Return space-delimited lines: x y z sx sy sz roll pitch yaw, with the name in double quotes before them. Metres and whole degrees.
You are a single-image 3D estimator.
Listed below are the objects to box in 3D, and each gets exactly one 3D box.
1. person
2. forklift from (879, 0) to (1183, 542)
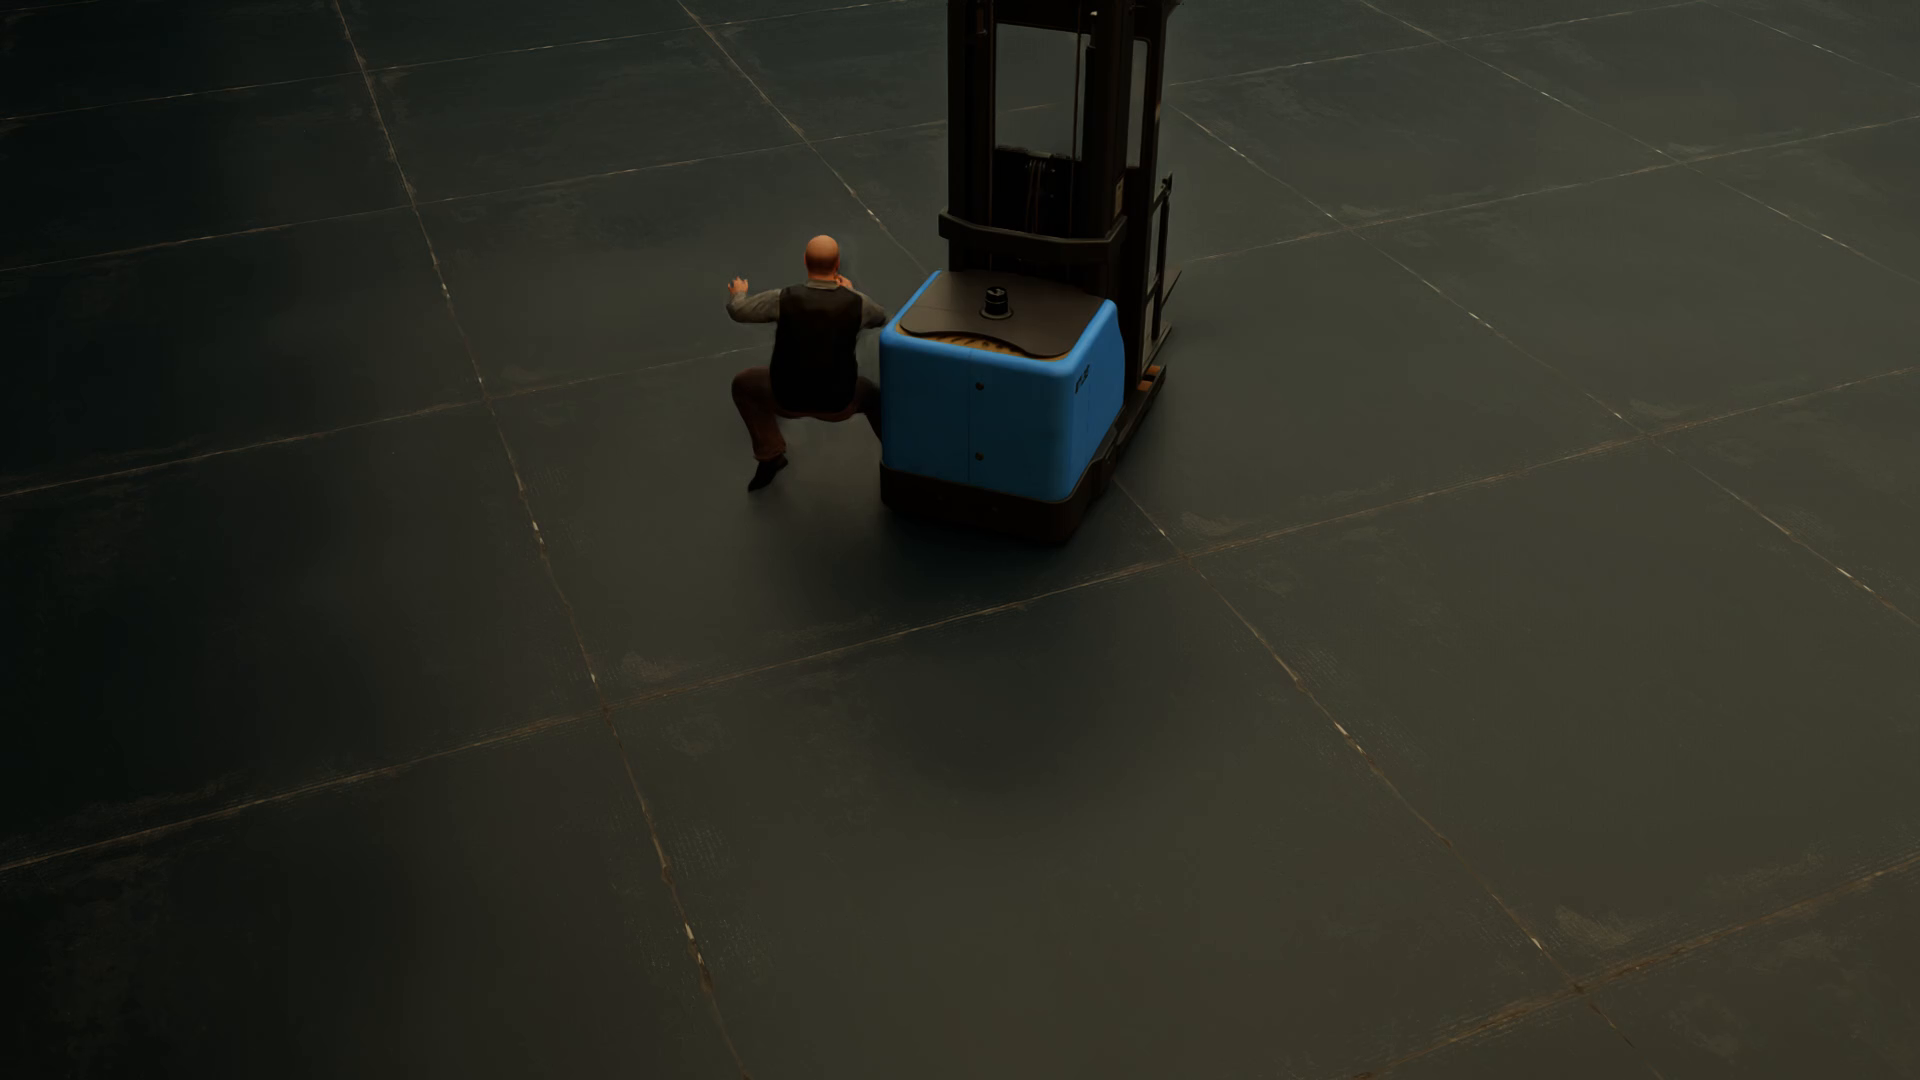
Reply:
"person" -0.720 -0.921 8.671 0.992 1.498 0.759 -1 35 -2
"forklift" 0.579 -2.036 8.961 1.130 2.935 3.031 12 37 17
